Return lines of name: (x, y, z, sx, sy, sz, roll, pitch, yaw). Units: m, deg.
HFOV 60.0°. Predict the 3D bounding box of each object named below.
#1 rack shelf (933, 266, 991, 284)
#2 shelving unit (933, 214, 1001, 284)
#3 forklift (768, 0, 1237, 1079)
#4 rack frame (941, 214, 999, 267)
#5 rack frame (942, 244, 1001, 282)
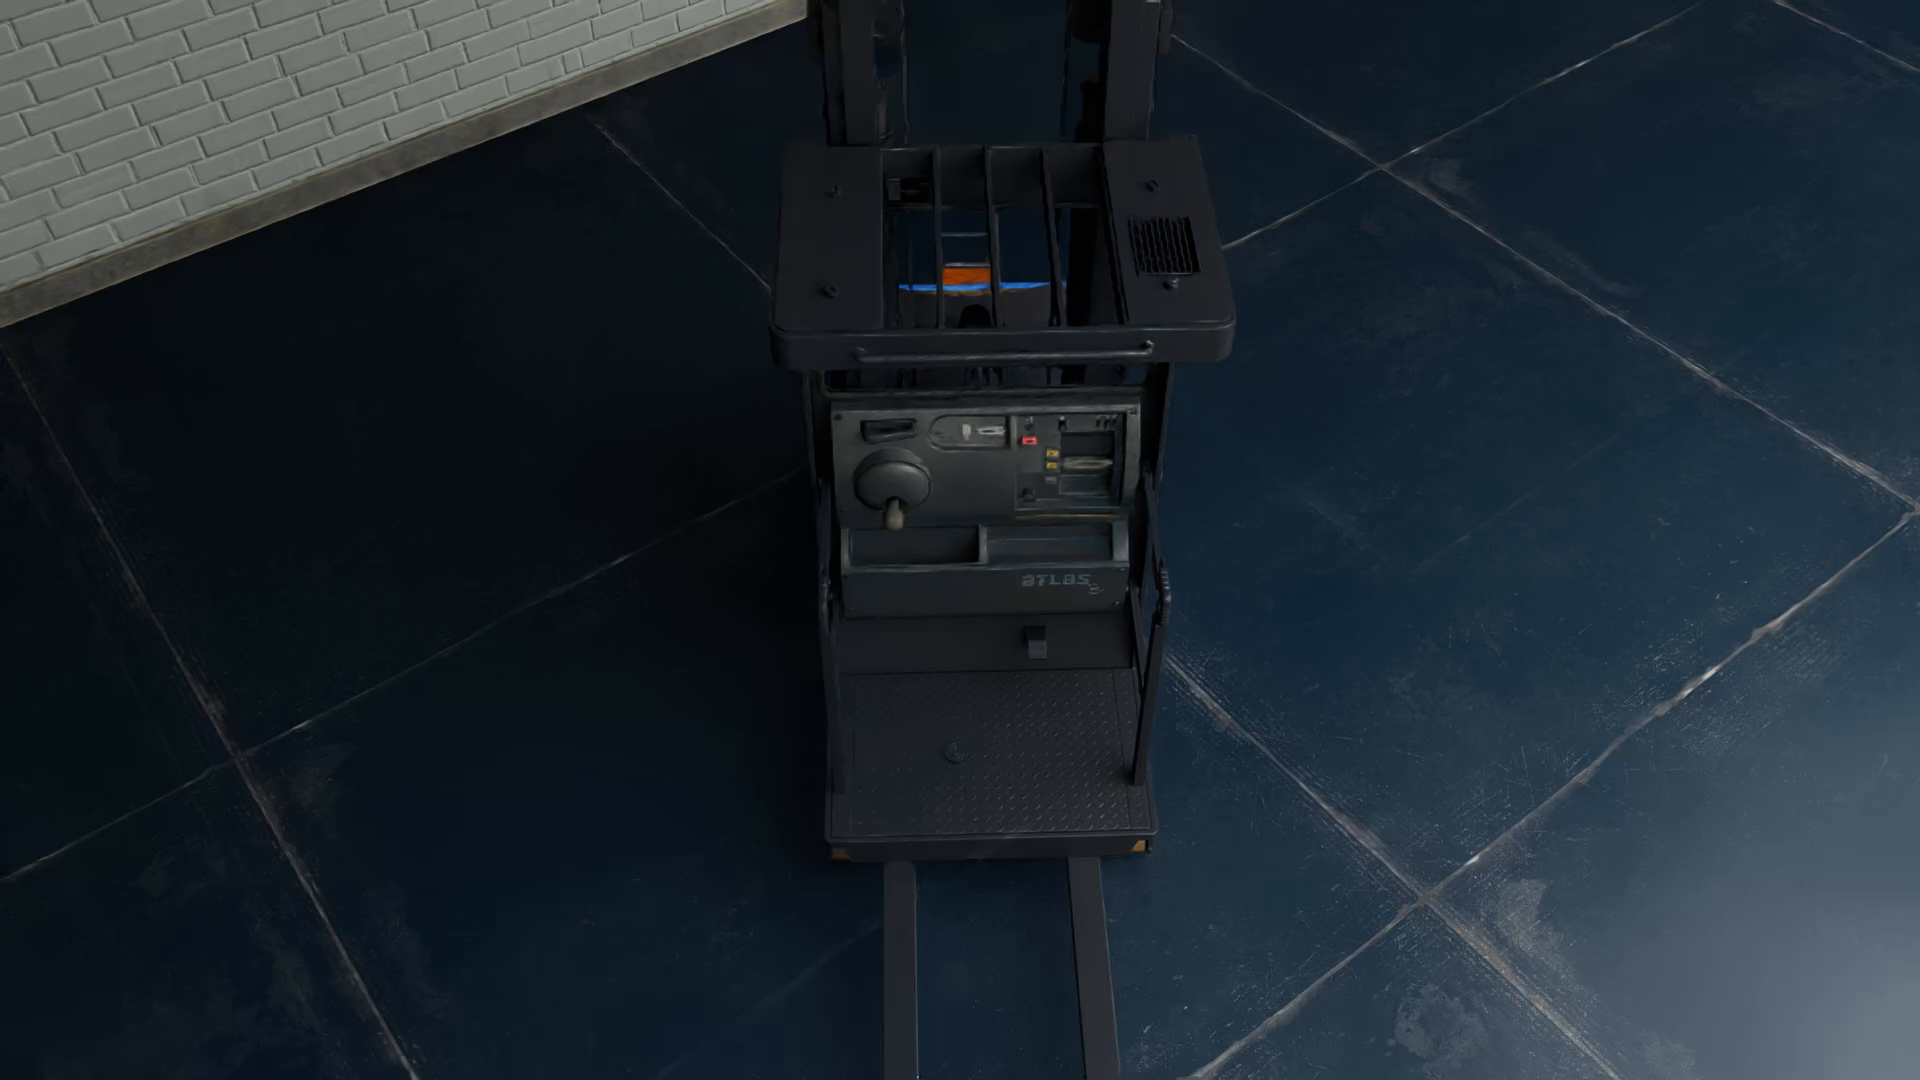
rack shelf: (0.029, -0.958, 6.381, 0.258, 0.103, 0.180, -1, 48, -1)
shelving unit: (0.029, -0.746, 6.614, 0.258, 1.200, 0.189, -1, 48, -1)
forklift: (0.088, -0.130, 4.889, 1.130, 2.935, 3.031, -1, 48, -1)
rack frame: (0.026, -0.813, 6.676, 0.240, 1.200, 0.006, -1, 48, -1)
rack frame: (0.032, -0.678, 6.553, 0.240, 1.200, 0.006, -1, 48, -1)
